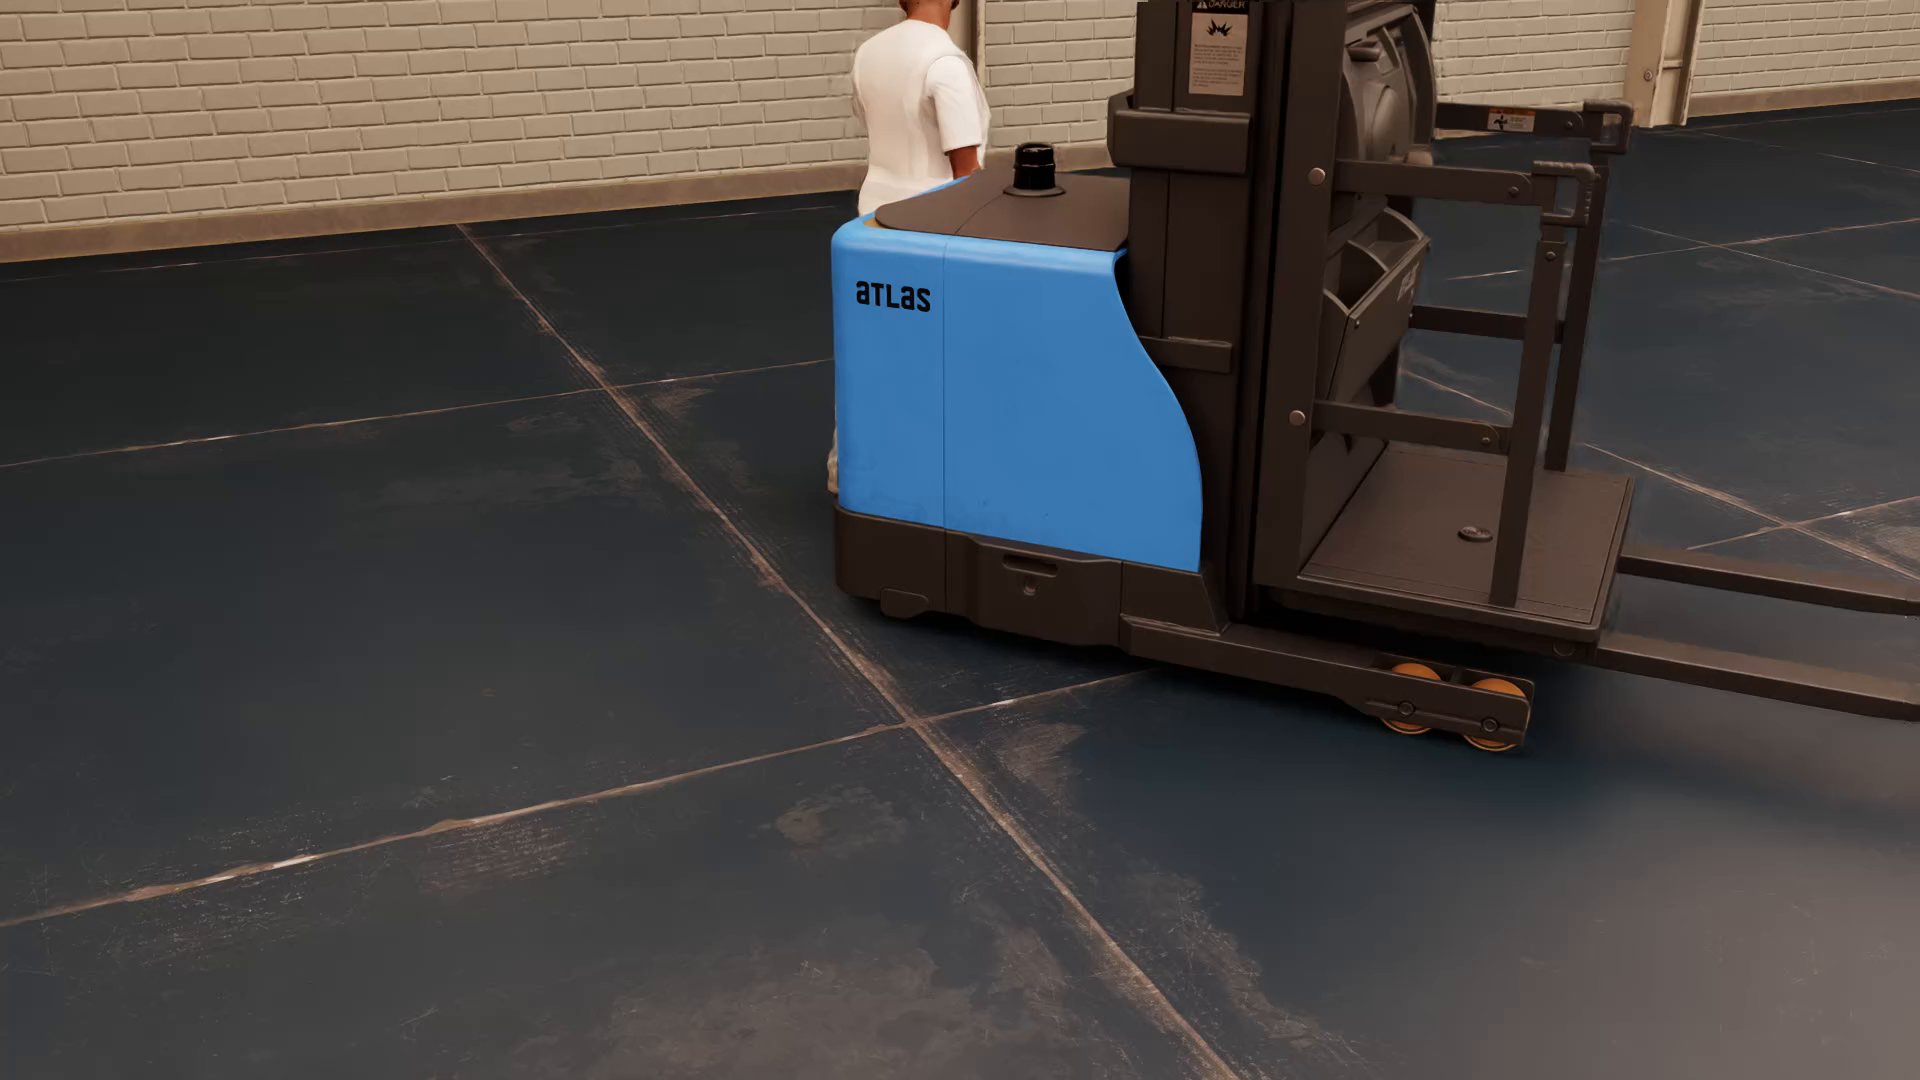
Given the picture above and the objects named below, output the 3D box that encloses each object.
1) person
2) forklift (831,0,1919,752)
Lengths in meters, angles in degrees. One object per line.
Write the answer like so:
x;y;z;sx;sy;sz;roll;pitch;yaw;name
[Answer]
-0.001;-1.013;5.307;0.915;1.718;0.771;-18;29;-37;person
1.212;-1.089;3.908;3.031;2.935;1.130;10;25;23;forklift
